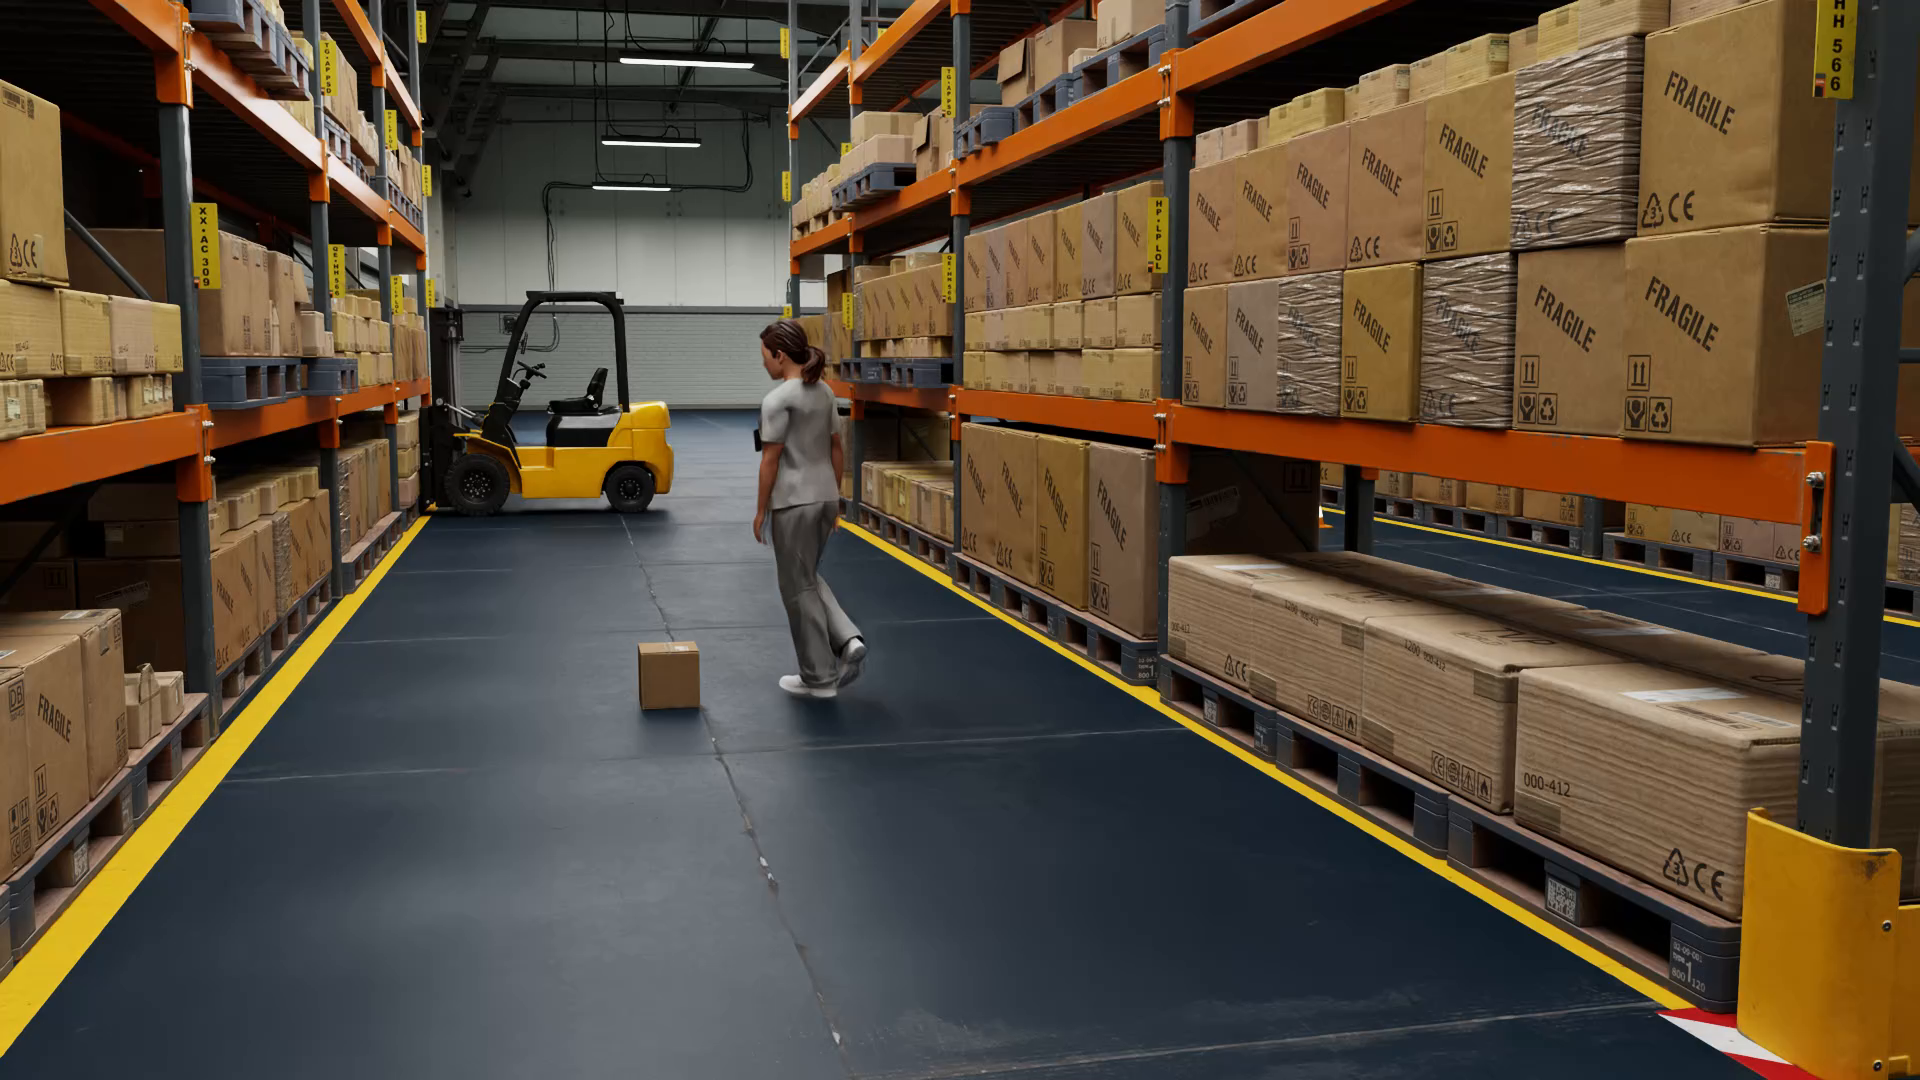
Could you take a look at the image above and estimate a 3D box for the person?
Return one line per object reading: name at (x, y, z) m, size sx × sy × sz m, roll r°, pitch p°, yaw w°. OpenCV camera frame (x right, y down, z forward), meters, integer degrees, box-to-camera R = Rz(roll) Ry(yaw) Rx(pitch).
person at (-0.689, -0.131, 7.258) m, size 0.457 × 1.658 × 0.496 m, roll 4°, pitch 7°, yaw 32°
